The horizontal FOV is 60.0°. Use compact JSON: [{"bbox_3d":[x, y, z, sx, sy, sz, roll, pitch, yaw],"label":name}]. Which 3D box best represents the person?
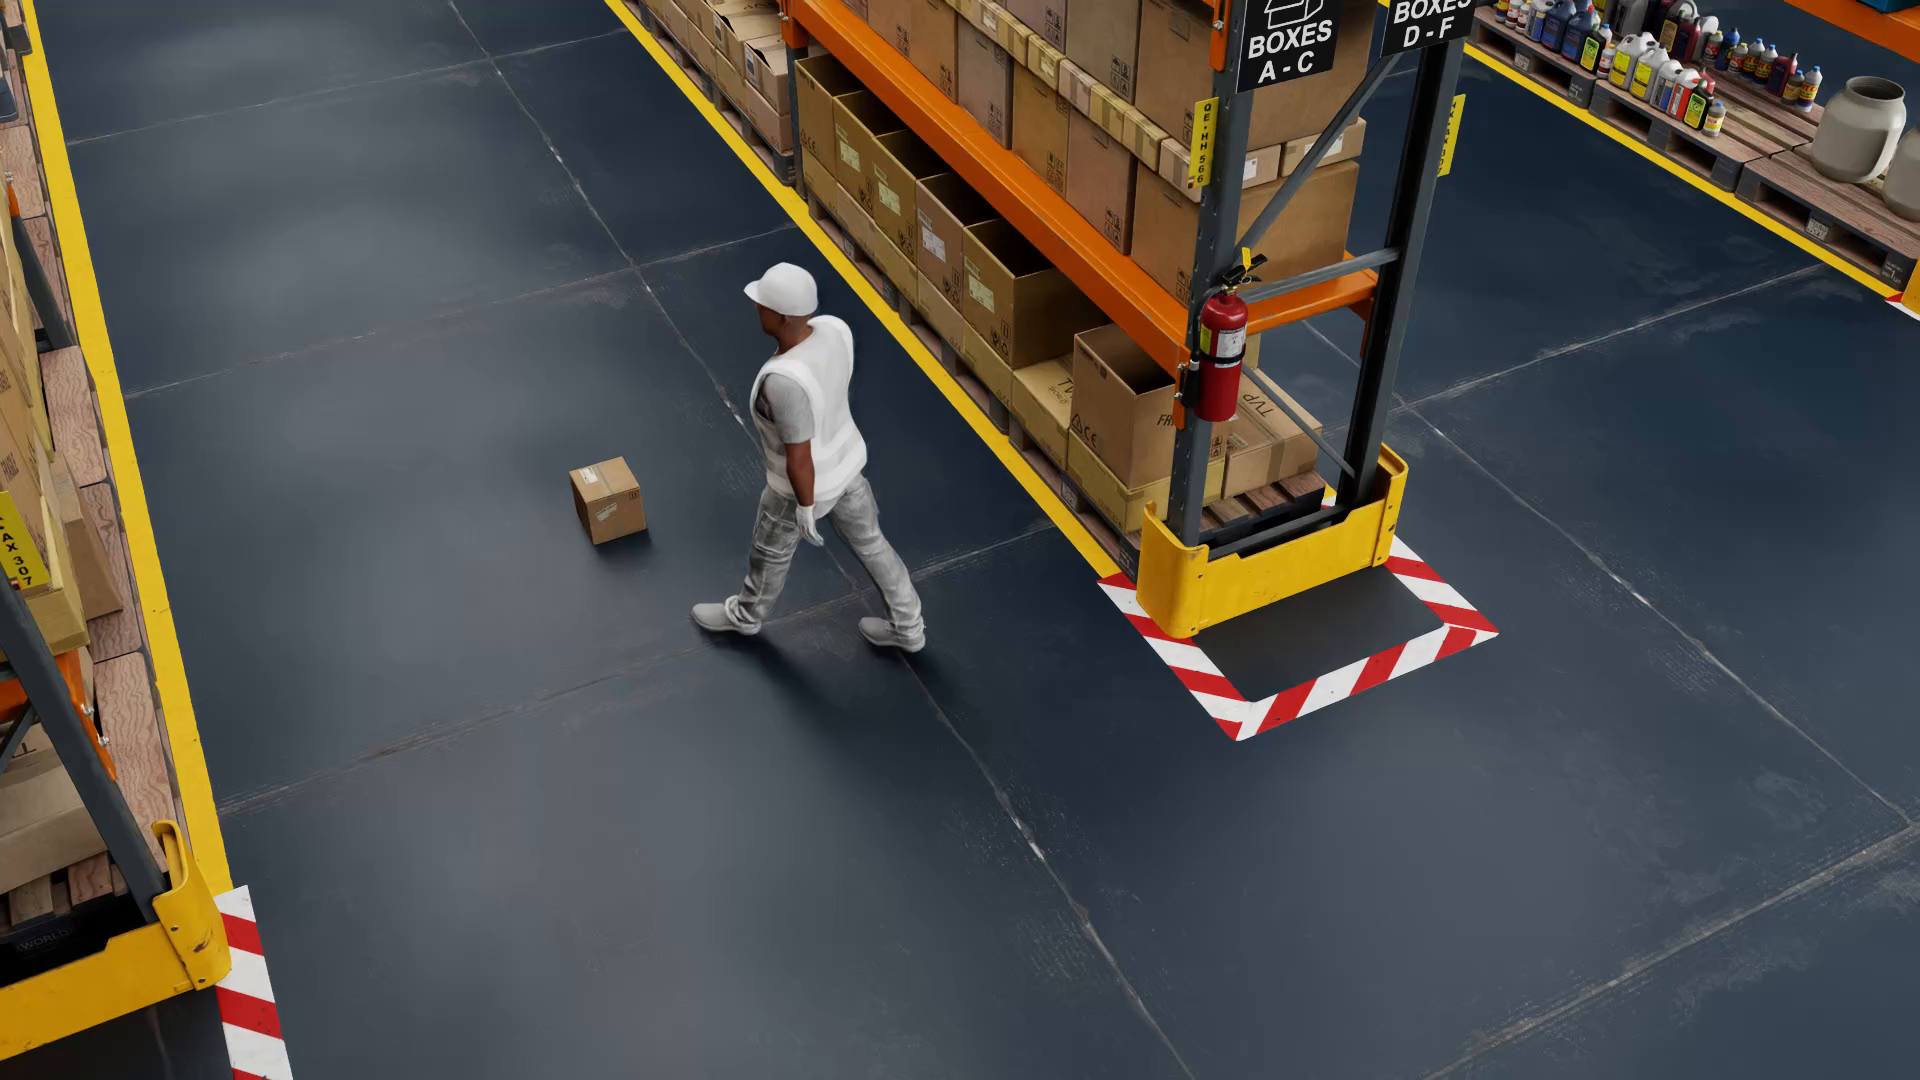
[{"bbox_3d":[-0.609,-0.298,6.459,0.977,1.731,0.558,18,44,20],"label":"person"}]
